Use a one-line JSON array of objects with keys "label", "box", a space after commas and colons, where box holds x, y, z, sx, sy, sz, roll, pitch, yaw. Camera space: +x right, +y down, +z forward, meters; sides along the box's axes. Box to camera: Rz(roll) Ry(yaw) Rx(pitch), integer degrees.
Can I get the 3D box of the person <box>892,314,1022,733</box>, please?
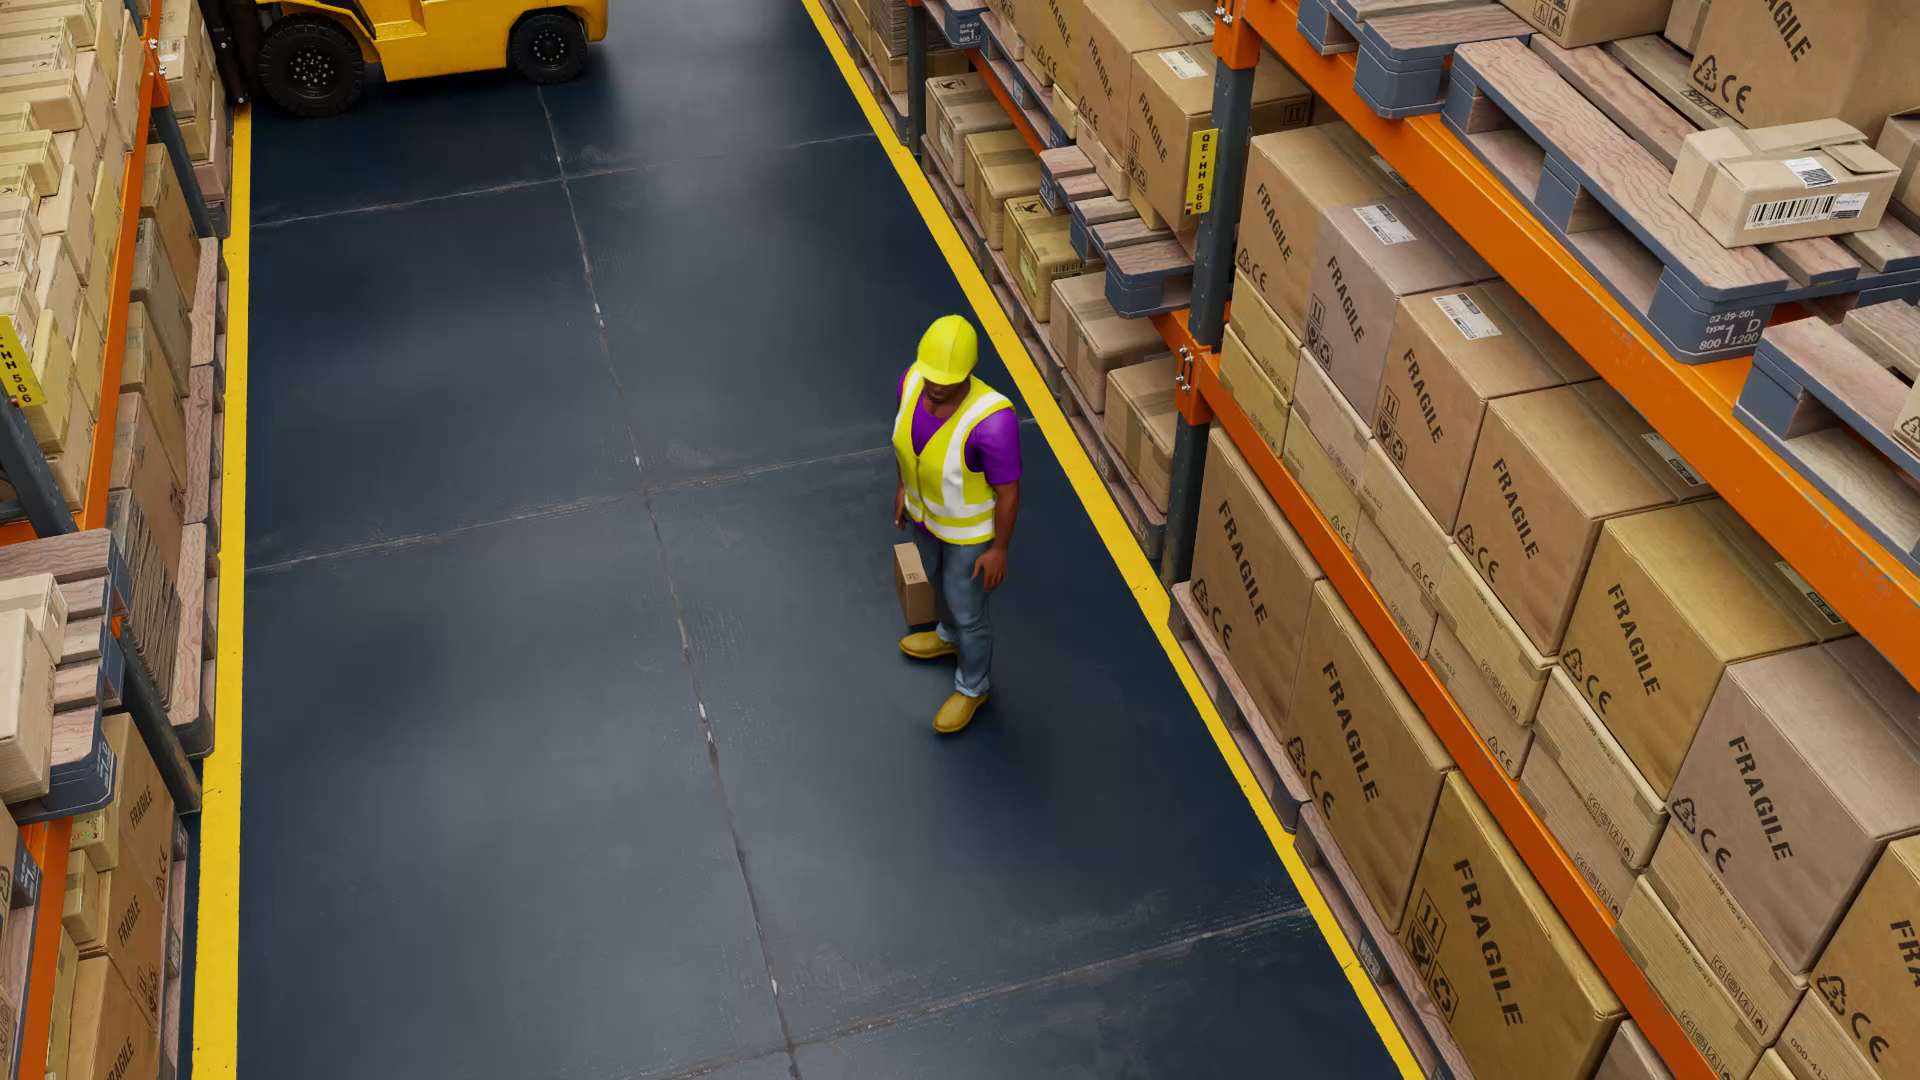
[{"label": "person", "box": [-0.045, -0.079, 6.190, 0.448, 1.767, 0.610, -29, 49, -28]}]
